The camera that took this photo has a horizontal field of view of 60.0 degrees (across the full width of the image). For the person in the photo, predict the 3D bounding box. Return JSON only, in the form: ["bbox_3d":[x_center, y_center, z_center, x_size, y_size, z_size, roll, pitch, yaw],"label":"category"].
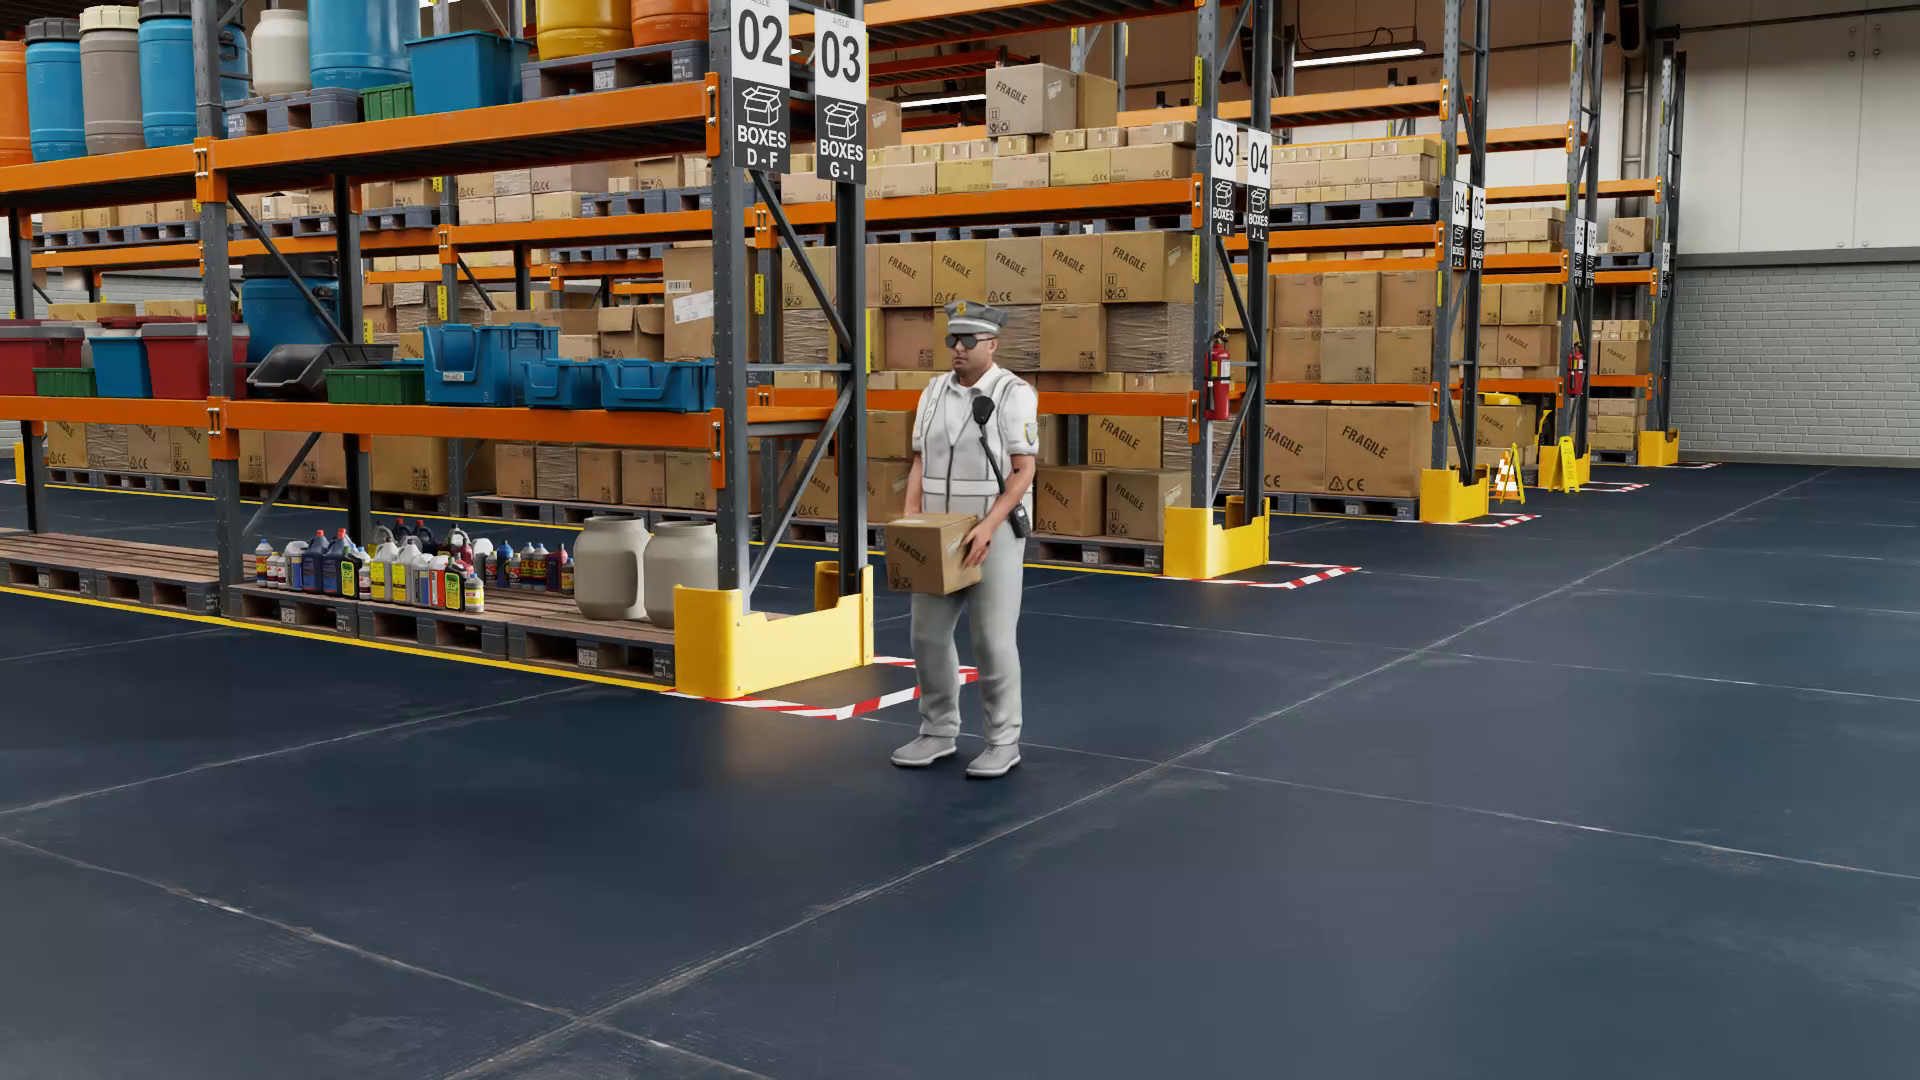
[{"bbox_3d":[0.025,-0.015,6.276,0.533,1.770,0.491,4,7,33],"label":"person"}]
